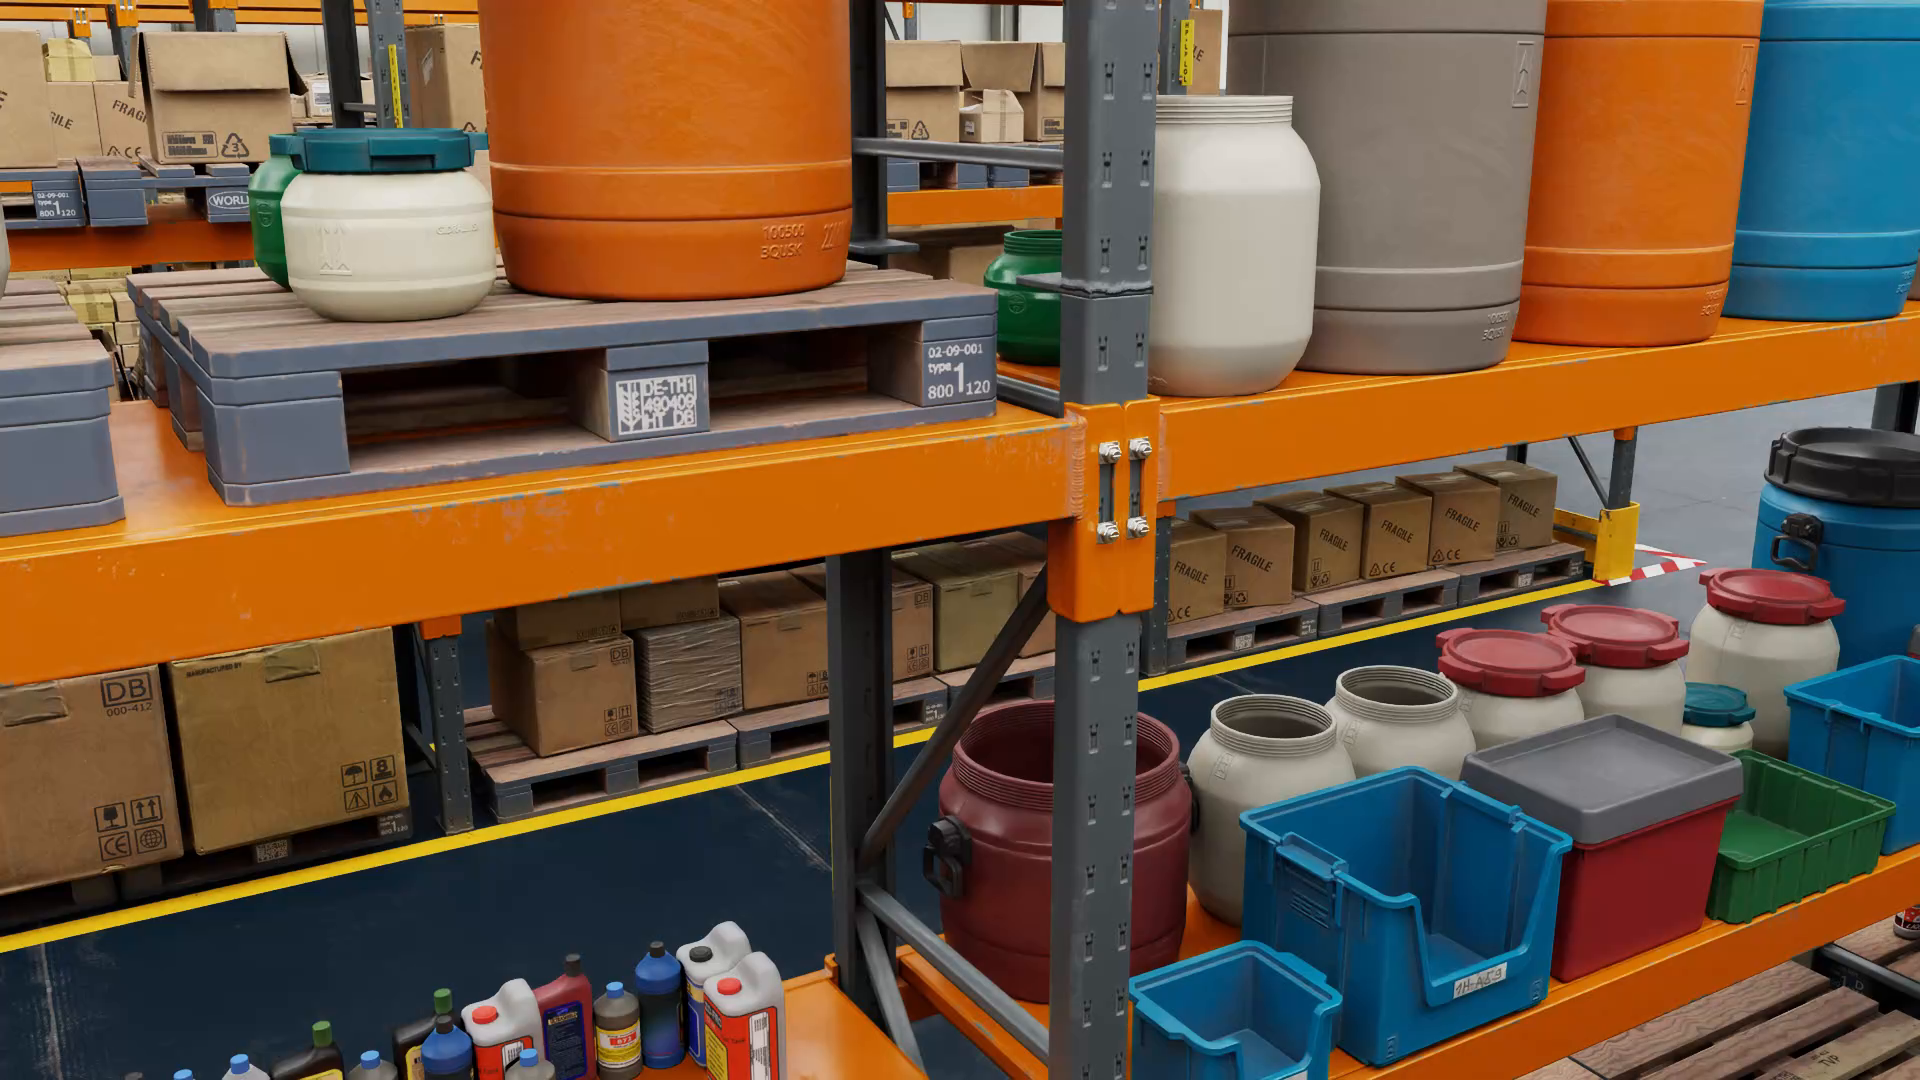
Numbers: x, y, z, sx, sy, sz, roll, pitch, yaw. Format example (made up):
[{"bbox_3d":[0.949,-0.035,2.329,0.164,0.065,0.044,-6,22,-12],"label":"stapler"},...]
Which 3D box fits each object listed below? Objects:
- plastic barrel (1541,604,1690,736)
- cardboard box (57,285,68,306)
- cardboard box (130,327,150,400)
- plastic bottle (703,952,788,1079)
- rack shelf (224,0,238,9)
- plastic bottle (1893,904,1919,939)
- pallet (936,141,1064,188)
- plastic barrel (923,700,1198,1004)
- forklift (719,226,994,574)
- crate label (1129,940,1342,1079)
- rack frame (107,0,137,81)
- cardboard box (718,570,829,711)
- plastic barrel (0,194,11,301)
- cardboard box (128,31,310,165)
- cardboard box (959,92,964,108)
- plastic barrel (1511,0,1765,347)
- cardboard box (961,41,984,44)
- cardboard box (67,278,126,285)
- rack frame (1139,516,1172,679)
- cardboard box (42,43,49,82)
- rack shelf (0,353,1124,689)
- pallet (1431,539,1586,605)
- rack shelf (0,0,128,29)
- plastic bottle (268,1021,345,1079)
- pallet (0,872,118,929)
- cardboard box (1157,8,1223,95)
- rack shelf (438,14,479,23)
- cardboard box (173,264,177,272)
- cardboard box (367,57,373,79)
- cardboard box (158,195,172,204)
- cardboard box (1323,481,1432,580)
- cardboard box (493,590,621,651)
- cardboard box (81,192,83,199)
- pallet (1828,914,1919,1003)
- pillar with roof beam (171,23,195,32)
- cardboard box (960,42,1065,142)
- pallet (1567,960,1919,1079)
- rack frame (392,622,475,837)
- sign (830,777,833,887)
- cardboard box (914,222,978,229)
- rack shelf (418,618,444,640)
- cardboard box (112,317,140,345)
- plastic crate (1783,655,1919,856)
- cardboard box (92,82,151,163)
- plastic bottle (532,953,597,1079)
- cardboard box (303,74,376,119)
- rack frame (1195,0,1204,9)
[{"bbox_3d":[1.875,0.494,4.838,0.433,0.535,0.433,0,16,0],"label":"plastic barrel"},{"bbox_3d":[-6.176,-1.617,11.206,0.250,0.149,0.380,-10,19,-32],"label":"cardboard box"},{"bbox_3d":[-3.178,-0.648,7.120,0.637,0.503,0.797,-9,18,-28],"label":"cardboard box"},{"bbox_3d":[-0.451,1.012,3.474,0.135,0.276,0.152,-9,18,-30],"label":"plastic bottle"},{"bbox_3d":[-3.296,-4.004,12.095,4.000,0.370,1.077,-9,18,-30],"label":"rack shelf"},{"bbox_3d":[3.587,1.388,6.269,0.097,0.201,0.097,0,16,0],"label":"plastic bottle"},{"bbox_3d":[0.302,-2.063,9.004,1.003,0.211,1.213,-9,18,-30],"label":"pallet"},{"bbox_3d":[0.250,0.731,3.992,0.708,0.536,0.600,-9,18,-30],"label":"plastic barrel"},{"bbox_3d":[-1.265,-1.185,11.208,3.031,2.935,1.130,-10,19,-32],"label":"forklift"},{"bbox_3d":[0.562,1.040,3.452,0.416,0.233,0.303,-9,18,-30],"label":"crate label"},{"bbox_3d":[-7.647,-5.396,14.988,0.127,3.000,1.000,-9,18,-30],"label":"rack frame"},{"bbox_3d":[-1.028,0.519,8.818,0.500,0.500,0.700,-8,17,-25],"label":"cardboard box"},{"bbox_3d":[-1.434,-0.499,2.047,0.433,0.535,0.433,0,16,0],"label":"plastic barrel"},{"bbox_3d":[-3.029,-1.809,6.781,0.637,0.503,0.797,-8,18,-26],"label":"cardboard box"},{"bbox_3d":[-0.004,-3.655,13.838,0.250,0.149,0.380,-9,18,-30],"label":"cardboard box"},{"bbox_3d":[1.384,-0.875,3.620,0.708,0.830,0.600,-9,18,-30],"label":"plastic barrel"},{"bbox_3d":[-0.005,-4.039,13.729,0.250,0.149,0.380,-9,18,-30],"label":"cardboard box"},{"bbox_3d":[-7.946,-2.305,15.353,0.500,0.250,0.500,-10,18,-32],"label":"cardboard box"},{"bbox_3d":[0.886,-0.771,9.602,0.127,3.000,1.000,-9,18,-30],"label":"rack frame"},{"bbox_3d":[-5.942,-3.173,11.012,0.258,0.266,0.396,-9,18,-30],"label":"cardboard box"},{"bbox_3d":[-1.707,0.111,2.231,4.000,0.370,1.077,-9,18,-30],"label":"rack shelf"},{"bbox_3d":[3.535,0.131,11.550,1.213,0.211,1.003,-9,18,-30],"label":"pallet"},{"bbox_3d":[-9.361,-4.579,14.147,4.000,0.370,1.077,-9,18,-30],"label":"rack shelf"},{"bbox_3d":[-1.262,1.077,3.226,0.133,0.283,0.061,-9,18,-30],"label":"plastic bottle"},{"bbox_3d":[-4.302,1.389,7.065,1.213,0.211,1.003,-9,18,-30],"label":"pallet"},{"bbox_3d":[1.140,-2.769,9.510,0.500,0.500,0.500,-10,18,-31],"label":"cardboard box"},{"bbox_3d":[-5.063,-6.839,22.210,4.000,0.370,1.077,-9,18,-30],"label":"rack shelf"},{"bbox_3d":[-7.487,-2.689,16.132,0.250,0.149,0.380,-8,18,-28],"label":"cardboard box"},{"bbox_3d":[-5.512,-4.622,16.356,0.500,0.250,0.500,-9,18,-29],"label":"cardboard box"},{"bbox_3d":[-9.553,-4.029,19.840,0.250,0.149,0.380,-9,18,-29],"label":"cardboard box"},{"bbox_3d":[2.729,-0.069,10.951,0.500,0.500,0.500,-7,17,-25],"label":"cardboard box"},{"bbox_3d":[-1.984,0.316,8.152,0.500,0.250,0.500,-8,18,-27],"label":"cardboard box"},{"bbox_3d":[-7.955,-2.905,15.177,0.500,0.500,0.500,-10,18,-31],"label":"cardboard box"},{"bbox_3d":[4.034,1.634,6.189,1.213,0.211,1.003,-9,18,-30],"label":"pallet"},{"bbox_3d":[-7.336,-5.938,16.920,0.400,9.000,9.100,-9,18,-30],"label":"pillar with roof beam"},{"bbox_3d":[0.432,-2.425,8.975,0.637,0.503,0.797,-10,19,-32],"label":"cardboard box"},{"bbox_3d":[2.783,1.836,5.469,1.213,0.211,1.003,-9,18,-30],"label":"pallet"},{"bbox_3d":[-2.543,-0.215,7.618,0.127,3.000,1.000,-9,18,-30],"label":"rack frame"},{"bbox_3d":[-0.282,0.726,3.959,0.005,0.325,0.100,-9,18,-30],"label":"sign"},{"bbox_3d":[-0.303,-2.714,14.257,0.550,0.550,0.875,-9,18,-30],"label":"cardboard box"},{"bbox_3d":[-4.257,0.410,6.724,4.000,0.370,1.077,-9,18,-30],"label":"rack shelf"},{"bbox_3d":[-5.428,-1.389,10.945,0.250,0.149,0.380,-8,18,-28],"label":"cardboard box"},{"bbox_3d":[2.651,0.608,4.712,0.575,0.384,0.392,-9,18,-30],"label":"plastic crate"},{"bbox_3d":[-5.369,-2.731,10.851,0.500,0.500,0.500,-9,18,-30],"label":"cardboard box"},{"bbox_3d":[-0.835,1.008,3.473,0.133,0.283,0.061,-9,18,-30],"label":"plastic bottle"},{"bbox_3d":[-4.277,-3.078,11.477,0.500,0.311,0.500,-9,18,-30],"label":"cardboard box"},{"bbox_3d":[1.847,-5.377,14.920,0.127,3.000,1.000,-9,18,-30],"label":"rack frame"}]
